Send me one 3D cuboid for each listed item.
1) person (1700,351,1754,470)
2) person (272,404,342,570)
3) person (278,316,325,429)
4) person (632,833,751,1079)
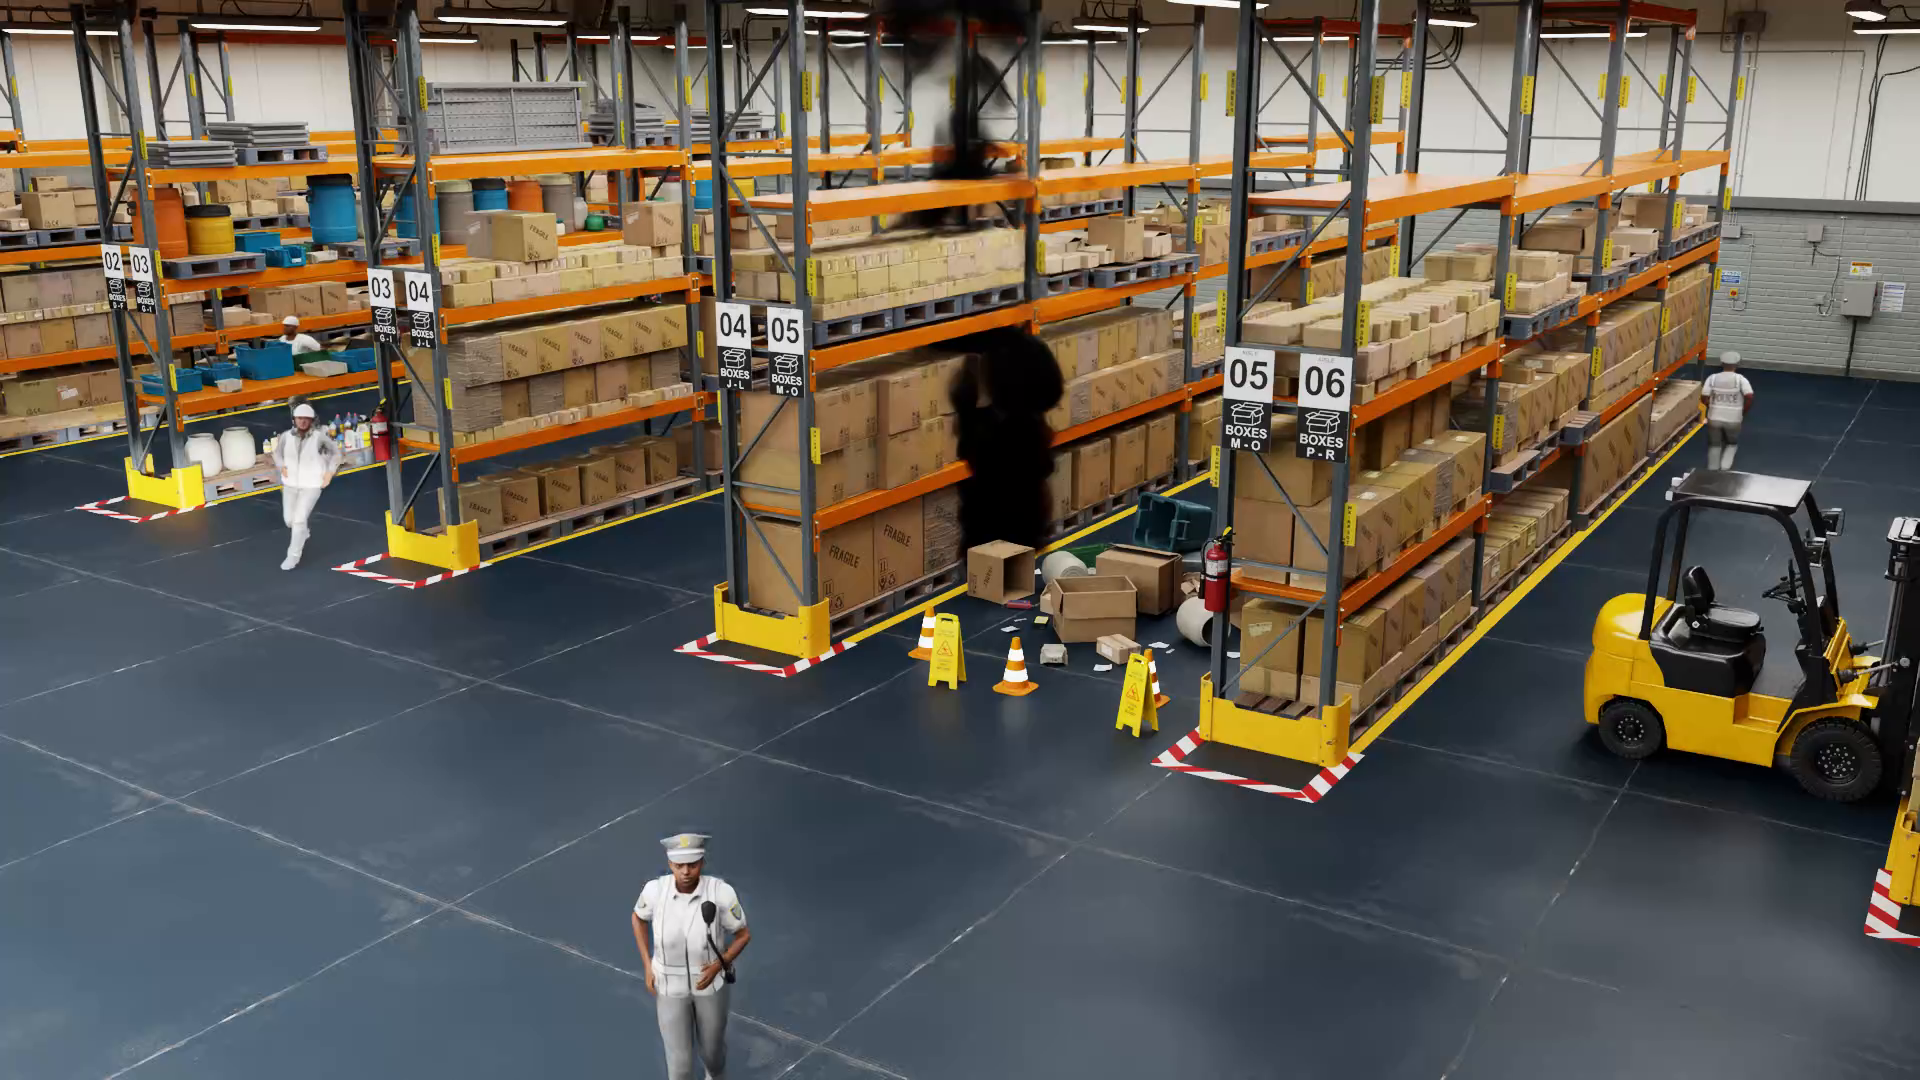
[{"bbox_3d":[9.973,-1.577,21.660,0.641,1.781,0.541,9,18,29],"label":"person"},{"bbox_3d":[-7.139,-0.616,18.187,0.714,1.761,0.786,0,16,-1],"label":"person"},{"bbox_3d":[-9.769,-2.392,24.492,0.692,1.820,0.796,8,17,26],"label":"person"},{"bbox_3d":[-1.313,2.195,8.183,0.584,1.717,0.796,-2,16,-6],"label":"person"}]
